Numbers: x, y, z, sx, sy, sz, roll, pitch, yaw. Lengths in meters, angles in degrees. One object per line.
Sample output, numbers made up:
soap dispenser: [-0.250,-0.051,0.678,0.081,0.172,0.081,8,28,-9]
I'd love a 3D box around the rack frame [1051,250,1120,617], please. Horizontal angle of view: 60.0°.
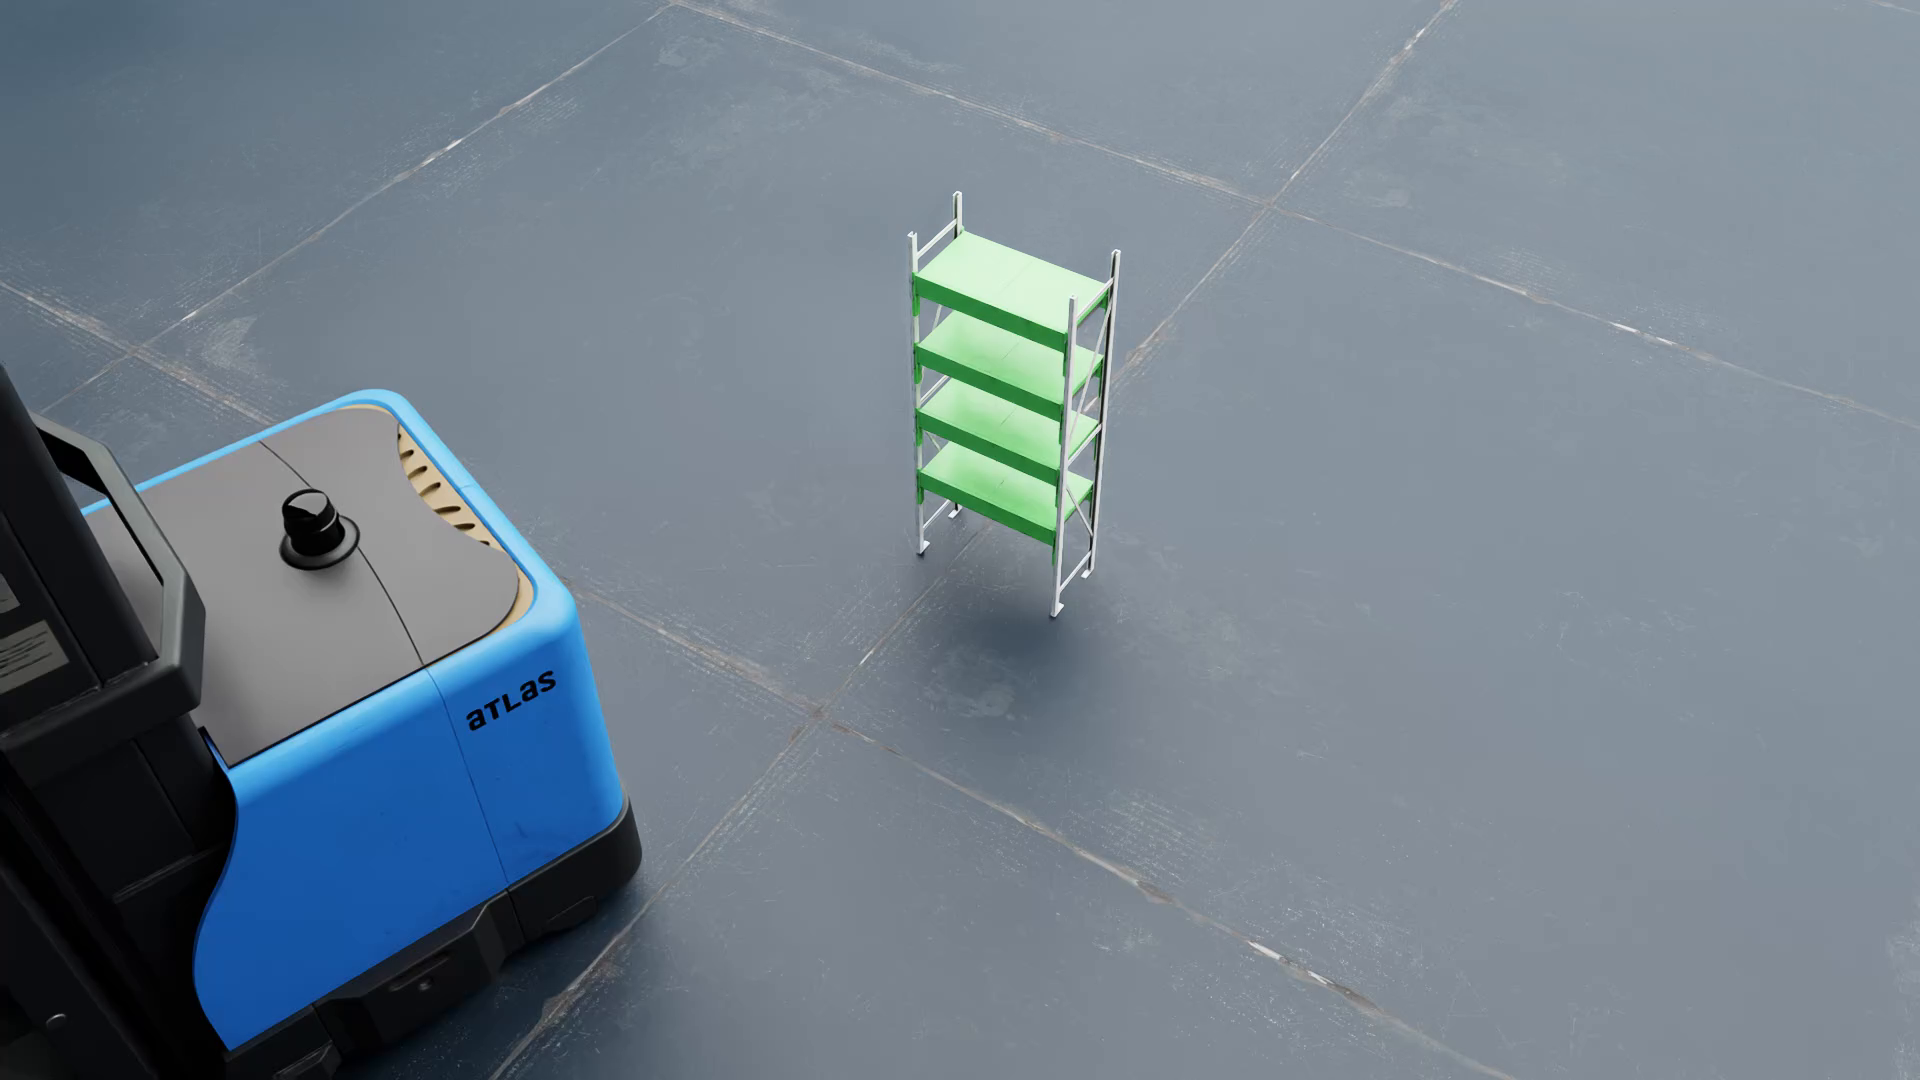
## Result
rack frame: [0.345,-0.260,4.666,0.015,1.200,0.240,25,51,22]

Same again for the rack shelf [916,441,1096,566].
rack shelf: [0.139,-0.142,4.975,0.480,0.148,0.258,25,51,22]

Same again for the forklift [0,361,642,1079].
forklift: [-2.302,0.250,2.963,3.031,2.935,1.130,-29,53,-26]

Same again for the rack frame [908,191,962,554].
rack frame: [-0.066,-0.449,4.849,0.015,1.200,0.240,25,51,22]

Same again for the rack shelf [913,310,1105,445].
rack shelf: [0.139,-0.477,4.631,0.480,0.148,0.258,25,51,22]

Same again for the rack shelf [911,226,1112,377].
rack shelf: [0.139,-0.644,4.459,0.480,0.148,0.258,25,51,22]

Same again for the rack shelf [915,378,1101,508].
rack shelf: [0.139,-0.310,4.803,0.480,0.148,0.258,25,51,22]

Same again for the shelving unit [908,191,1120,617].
shelving unit: [0.139,-0.354,4.757,0.503,1.200,0.258,25,51,22]
